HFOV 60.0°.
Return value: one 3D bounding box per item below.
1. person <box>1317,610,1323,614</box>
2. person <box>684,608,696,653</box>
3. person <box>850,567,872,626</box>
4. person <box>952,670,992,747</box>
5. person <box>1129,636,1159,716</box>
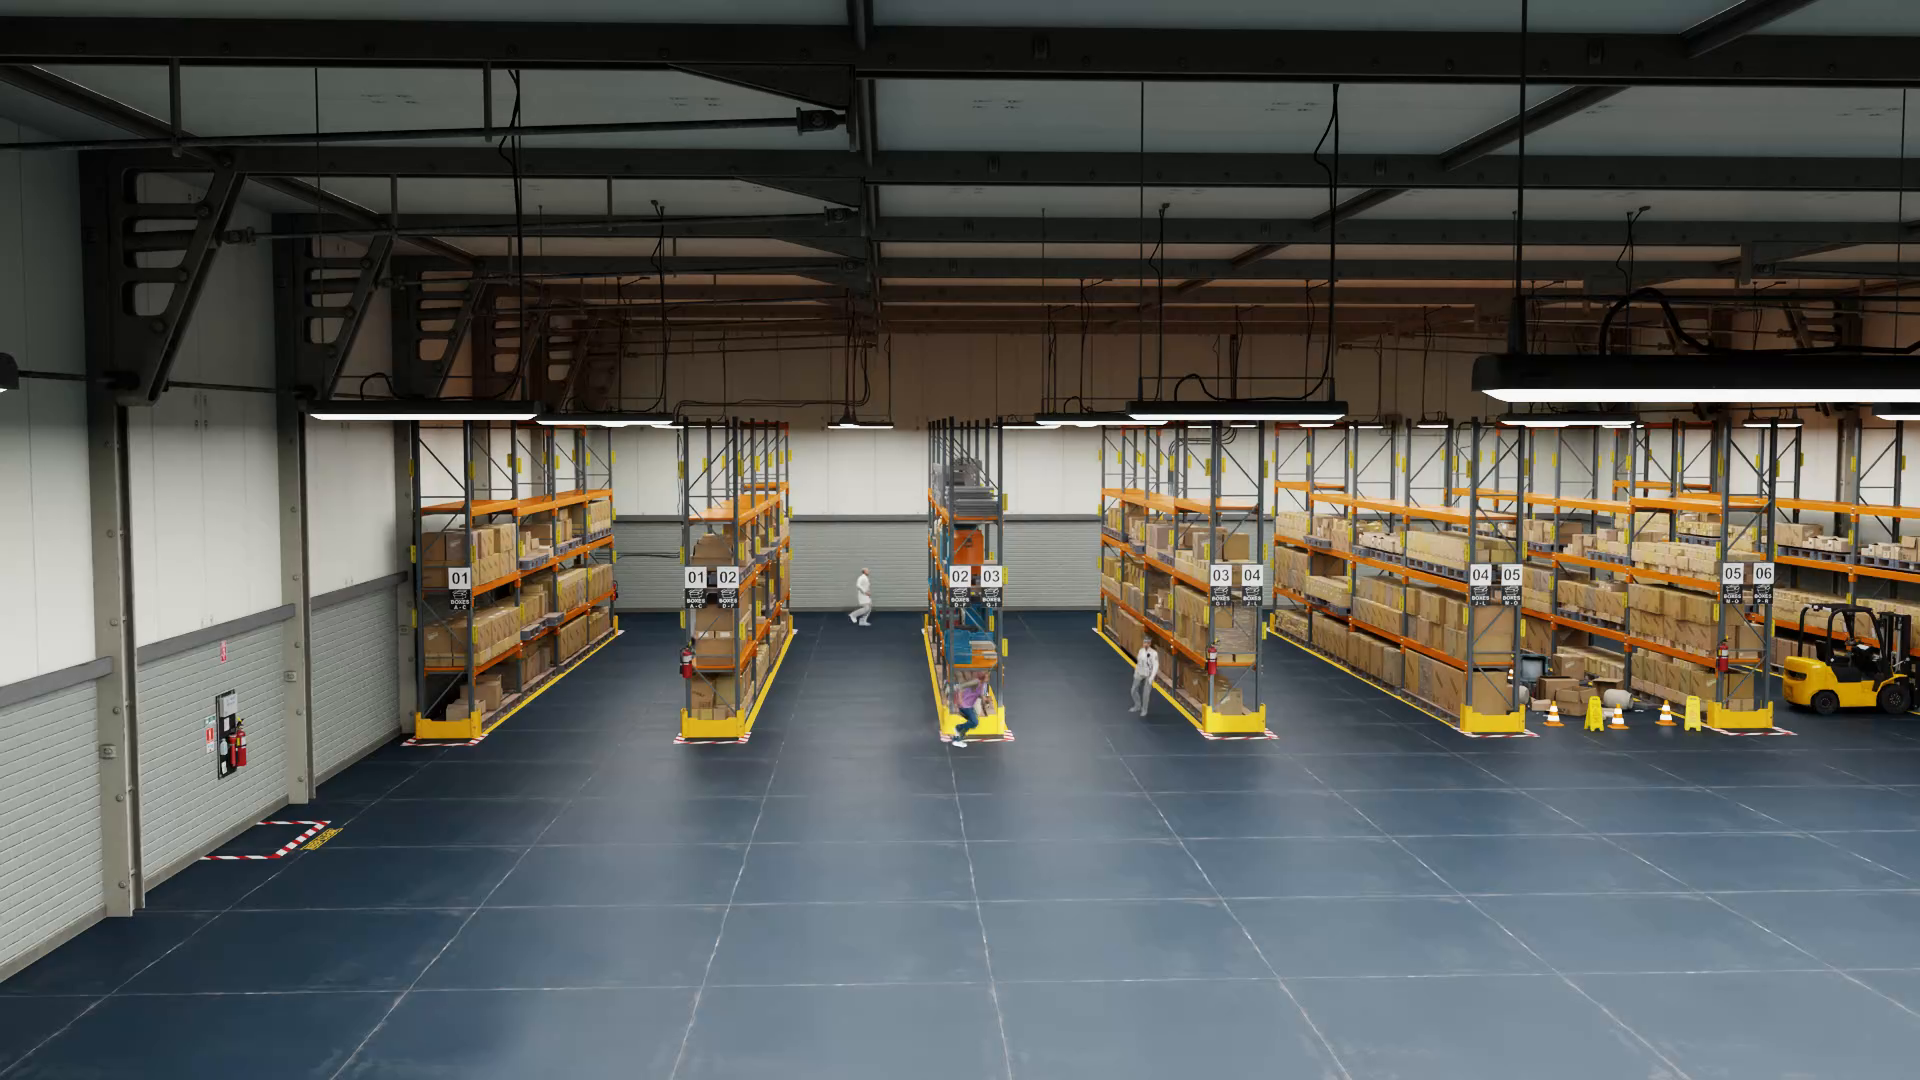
[{"bbox_3d":[10.627,1.661,48.553,0.766,1.746,0.925,-4,5,-44],"label":"person"},{"bbox_3d":[-6.812,2.107,42.680,0.562,1.623,0.621,0,4,-7],"label":"person"},{"bbox_3d":[-2.932,1.710,49.324,0.625,1.608,0.741,0,4,3],"label":"person"},{"bbox_3d":[0.199,3.061,30.069,0.761,1.417,0.562,2,4,24],"label":"person"},{"bbox_3d":[3.704,2.742,33.460,0.720,1.679,0.449,3,5,38],"label":"person"}]
